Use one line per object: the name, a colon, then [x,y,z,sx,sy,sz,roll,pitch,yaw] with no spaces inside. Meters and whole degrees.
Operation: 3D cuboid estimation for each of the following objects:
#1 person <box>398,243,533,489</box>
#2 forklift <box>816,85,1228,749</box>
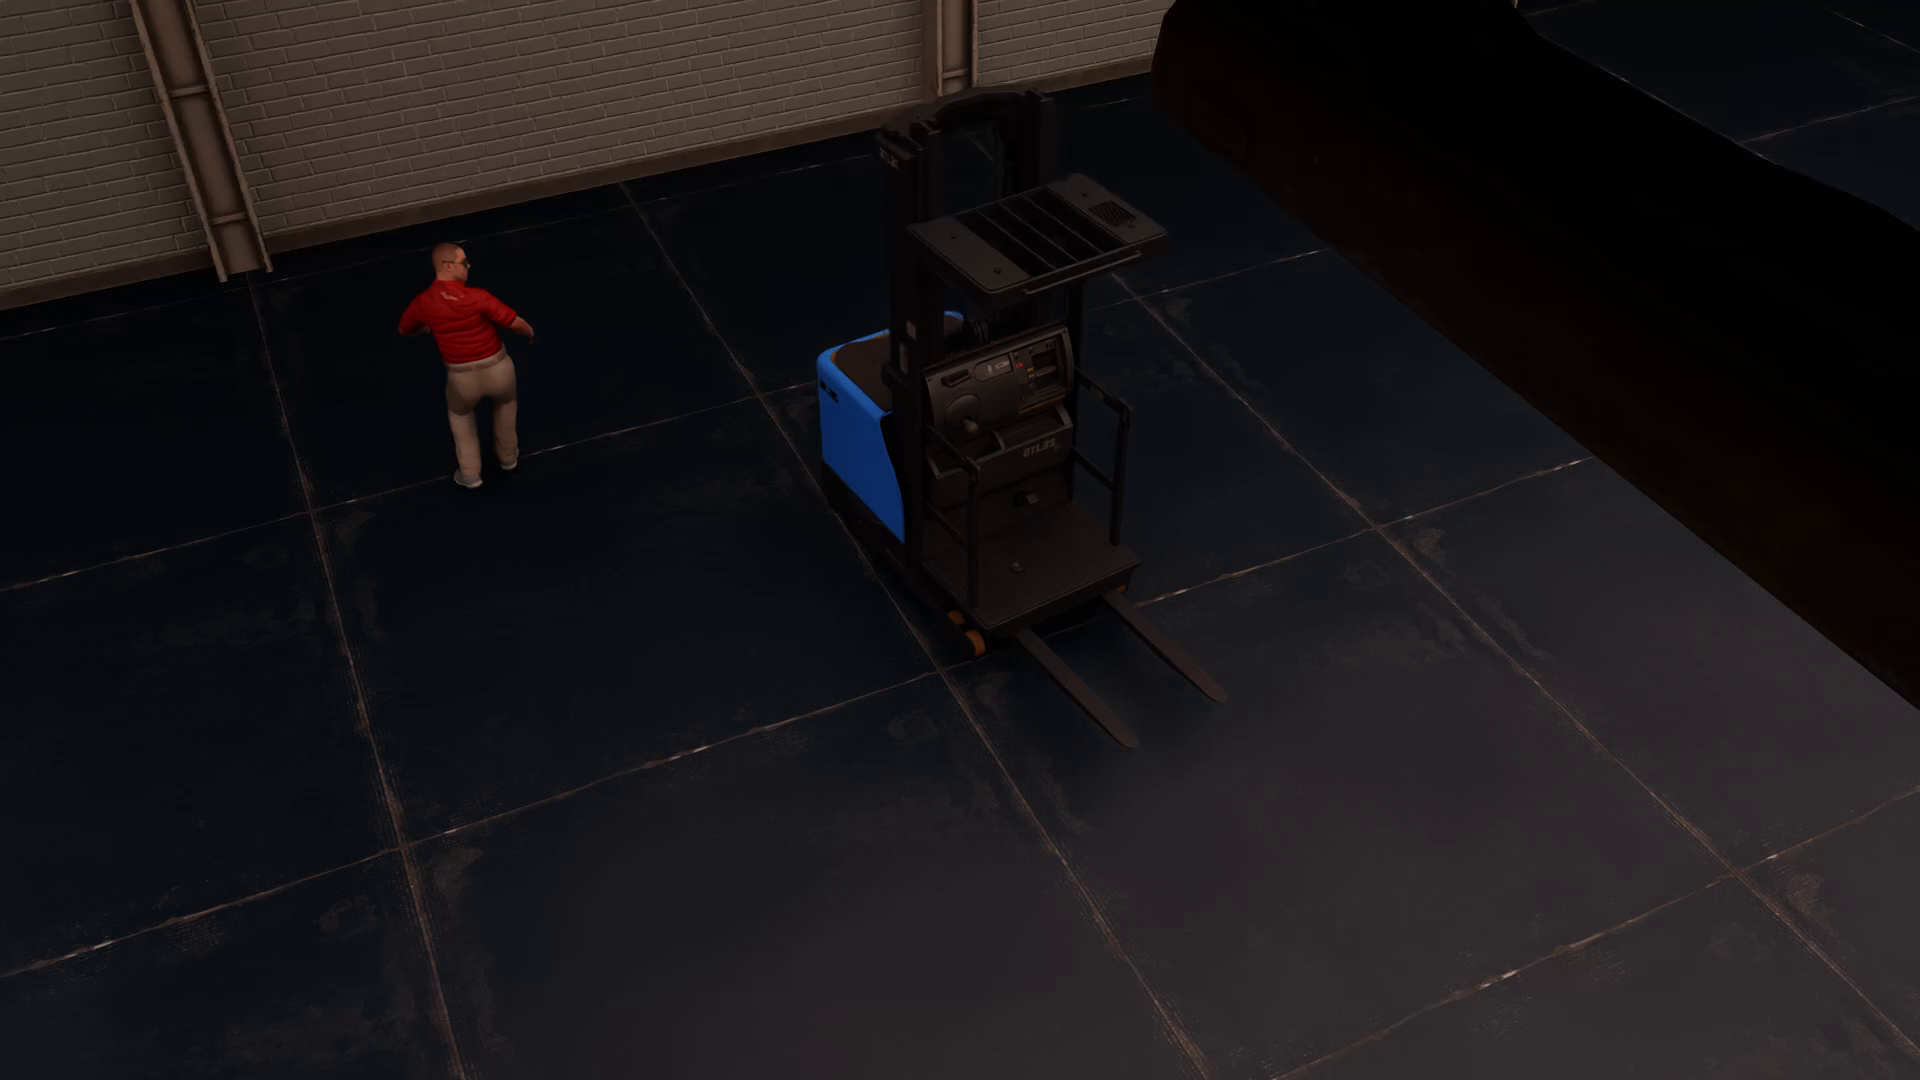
person: [-3.044,-1.127,10.391,0.783,1.670,0.700,-7,40,-8]
forklift: [0.341,-0.799,8.974,1.130,2.935,3.031,-22,45,-25]
